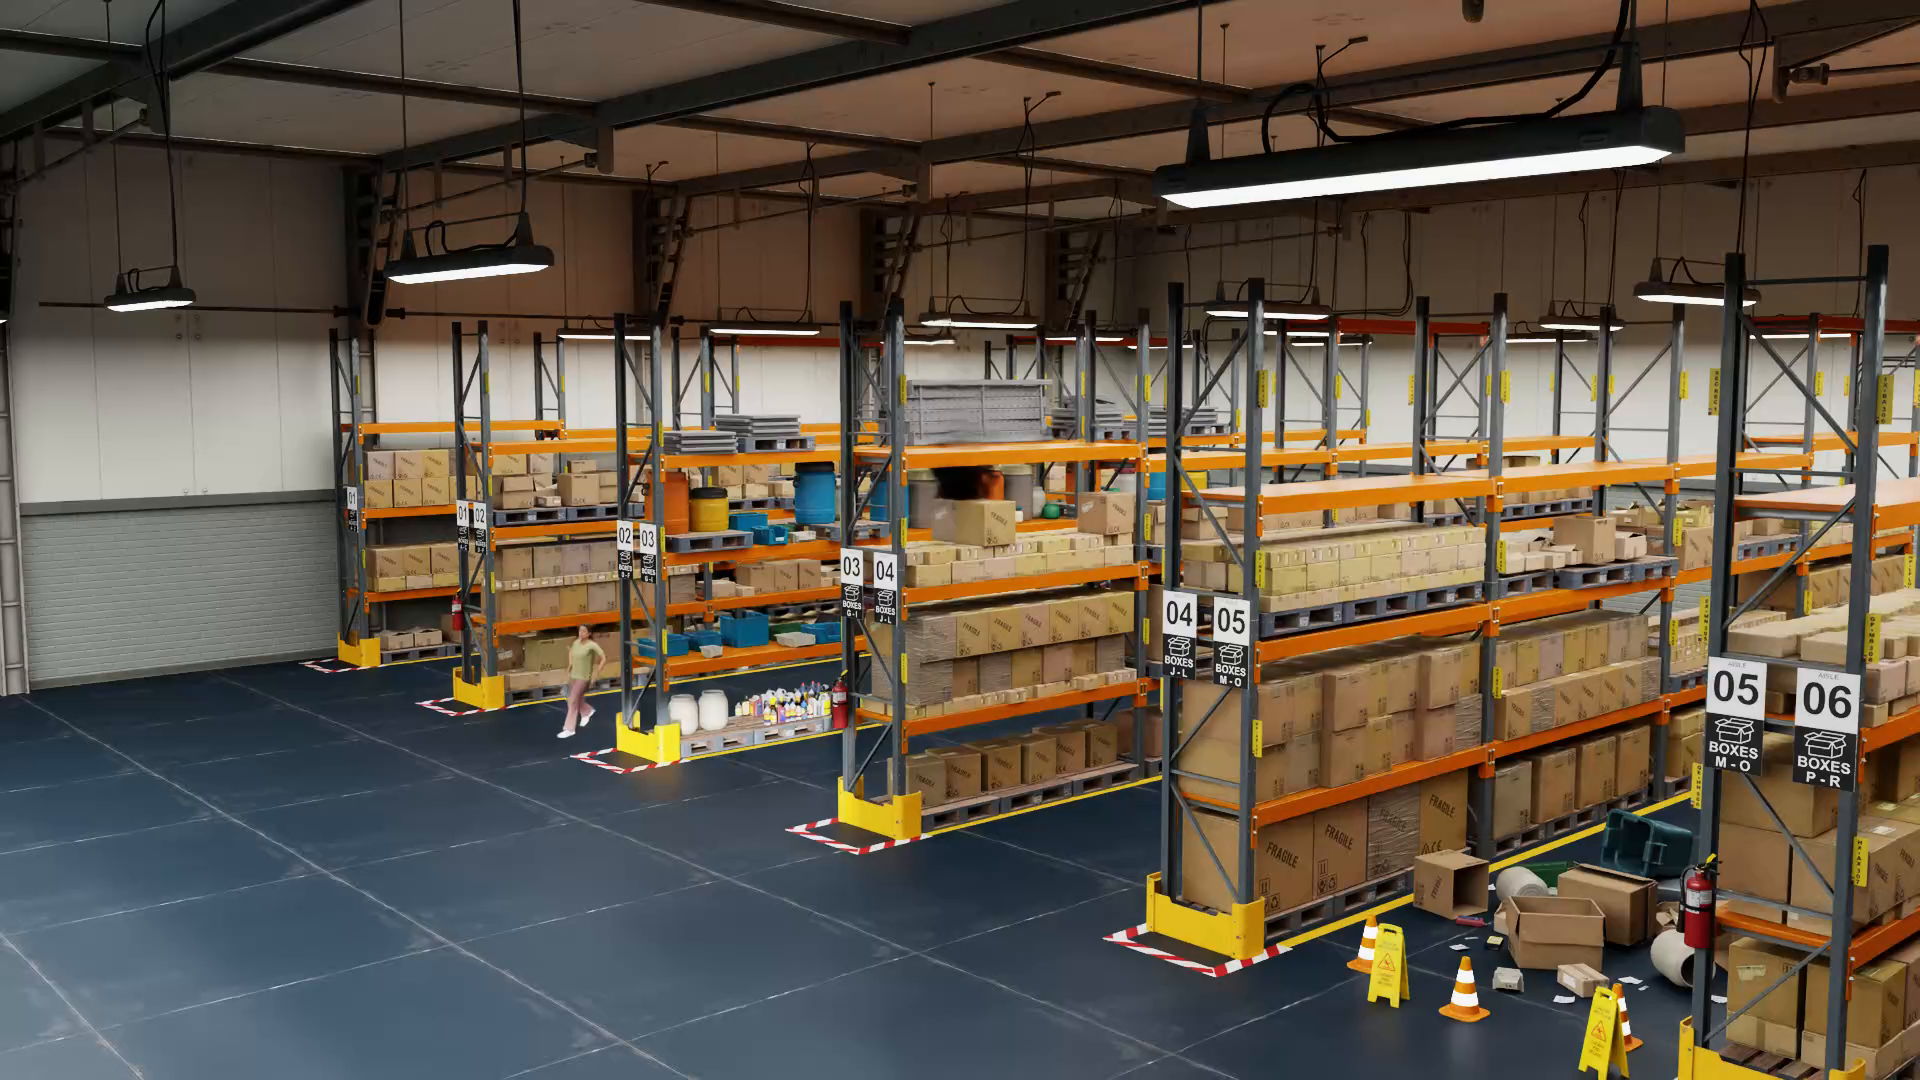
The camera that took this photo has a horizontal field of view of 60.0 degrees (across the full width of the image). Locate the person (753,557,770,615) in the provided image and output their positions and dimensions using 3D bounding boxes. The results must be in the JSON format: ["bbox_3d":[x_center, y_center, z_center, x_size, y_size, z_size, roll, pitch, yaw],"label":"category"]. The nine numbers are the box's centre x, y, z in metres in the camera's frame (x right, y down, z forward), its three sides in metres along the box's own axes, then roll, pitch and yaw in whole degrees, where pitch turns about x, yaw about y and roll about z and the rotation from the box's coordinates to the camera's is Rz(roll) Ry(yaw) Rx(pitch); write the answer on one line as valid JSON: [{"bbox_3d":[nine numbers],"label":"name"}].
[{"bbox_3d":[-3.810,1.140,31.873,0.669,1.771,0.837,5,8,41],"label":"person"}]

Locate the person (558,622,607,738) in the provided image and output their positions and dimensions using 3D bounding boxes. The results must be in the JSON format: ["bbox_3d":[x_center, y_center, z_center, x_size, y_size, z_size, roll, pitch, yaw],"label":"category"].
[{"bbox_3d":[-5.378,1.993,23.900,0.633,1.631,0.804,3,6,28],"label":"person"}]
